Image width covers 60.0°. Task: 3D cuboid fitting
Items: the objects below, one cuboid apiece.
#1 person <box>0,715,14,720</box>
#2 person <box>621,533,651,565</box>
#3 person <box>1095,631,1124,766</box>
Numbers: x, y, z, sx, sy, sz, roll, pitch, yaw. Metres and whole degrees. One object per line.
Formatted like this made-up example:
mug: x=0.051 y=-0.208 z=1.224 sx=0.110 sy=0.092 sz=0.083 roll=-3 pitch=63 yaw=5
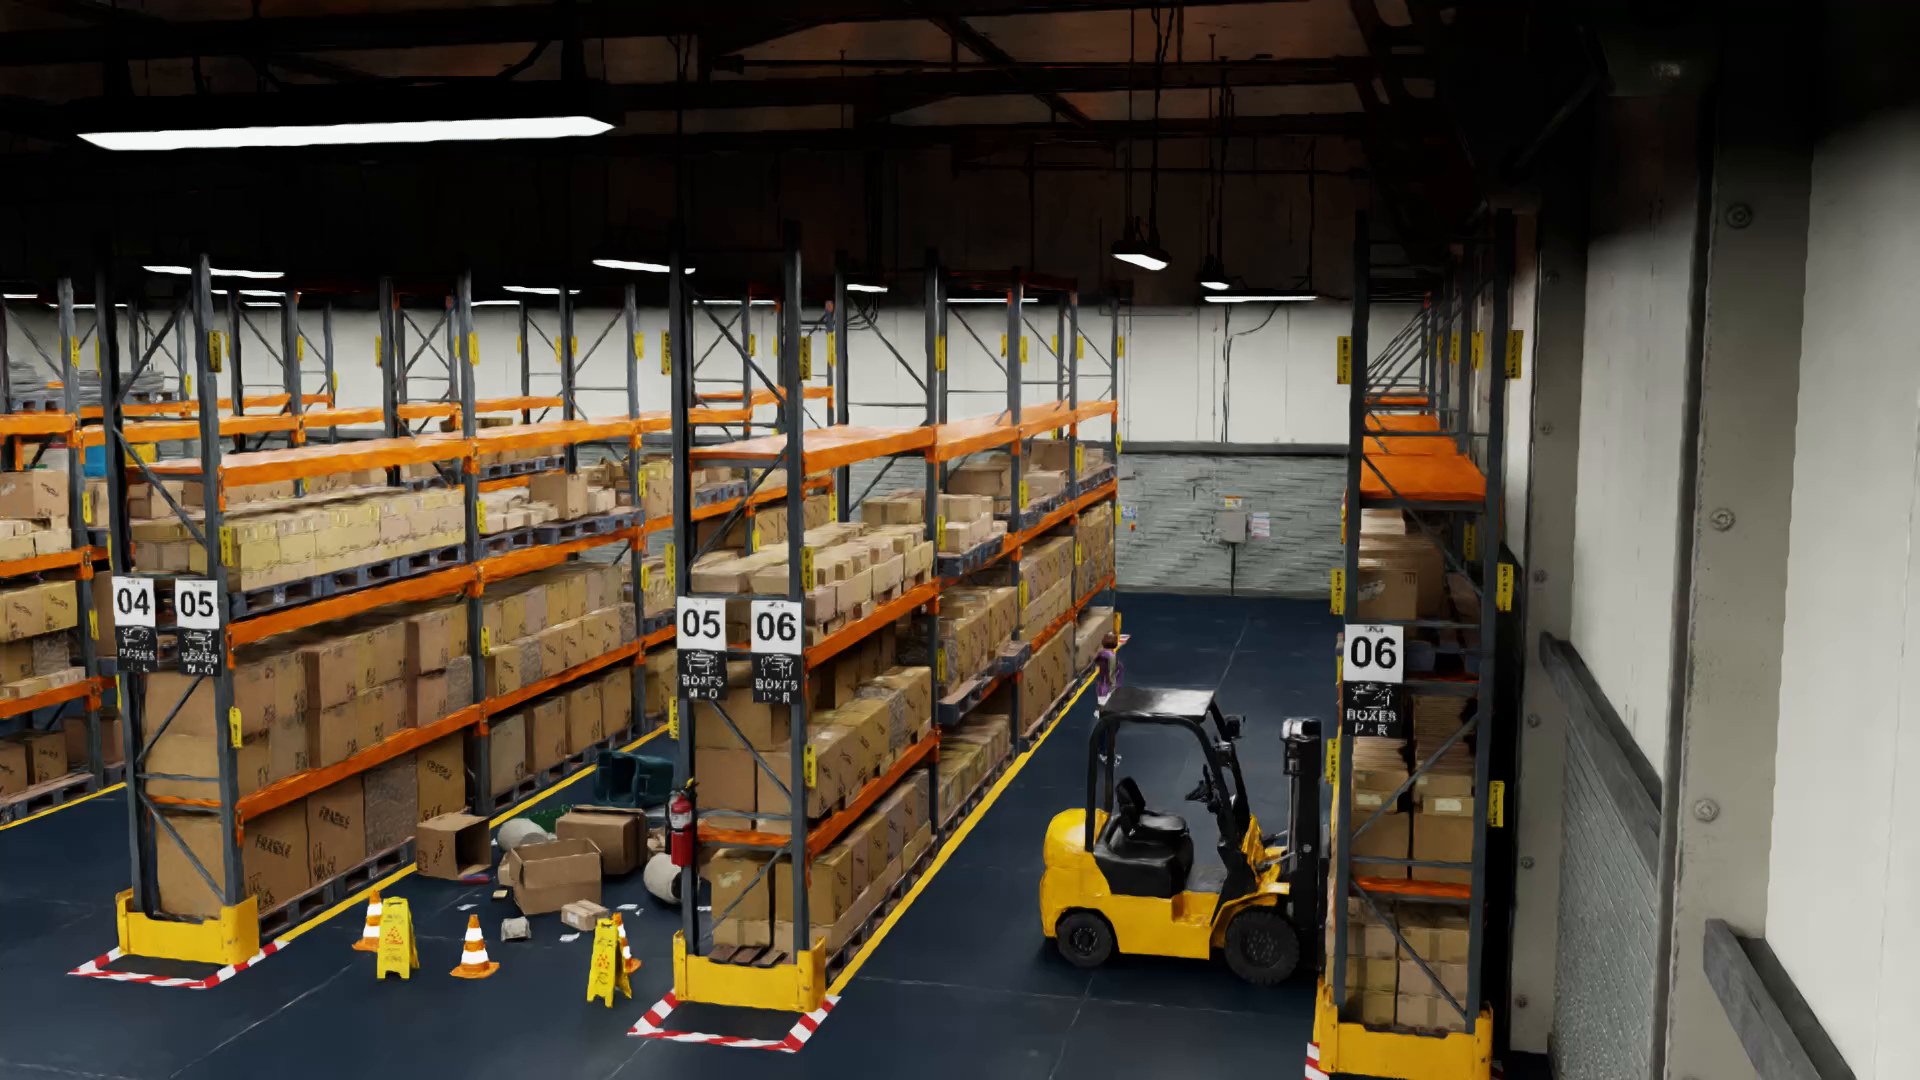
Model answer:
person: x=-12.994 y=1.687 z=21.948 sx=0.488 sy=1.590 sz=1.079 roll=1 pitch=7 yaw=12
person: x=-6.650 y=0.140 z=34.439 sx=0.583 sy=1.664 sz=0.978 roll=5 pitch=8 yaw=34
person: x=1.833 y=1.924 z=20.271 sx=0.349 sy=1.641 sz=0.477 roll=-2 pitch=7 yaw=-15
